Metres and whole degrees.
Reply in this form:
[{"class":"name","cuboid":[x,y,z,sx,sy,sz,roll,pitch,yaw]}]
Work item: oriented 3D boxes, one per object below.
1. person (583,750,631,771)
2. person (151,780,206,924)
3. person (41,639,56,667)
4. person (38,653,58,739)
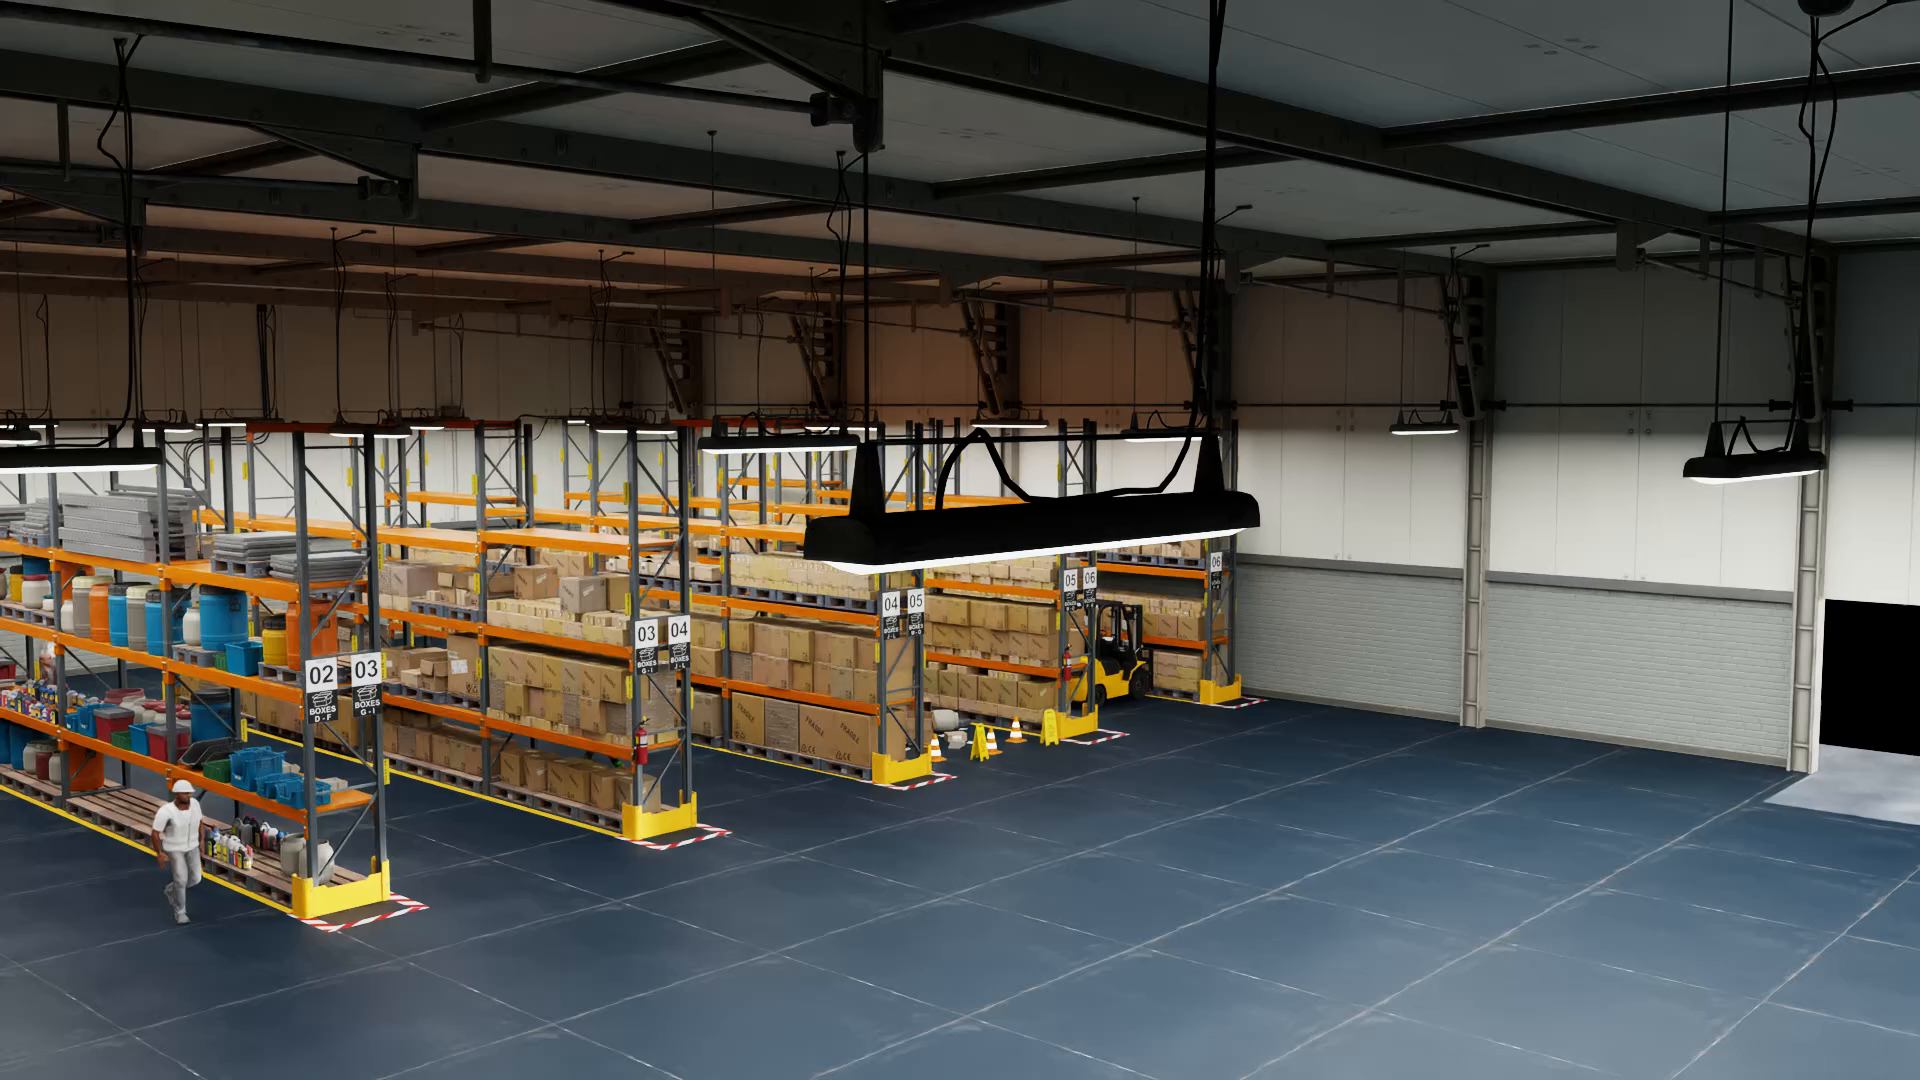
[{"class":"person","cuboid":[-6.073,3.106,28.609,1.126,1.718,0.575,2,5,19]},{"class":"person","cuboid":[-9.636,3.795,20.462,0.656,1.744,0.659,3,5,30]},{"class":"person","cuboid":[-19.647,2.514,35.849,0.752,1.755,0.549,-1,5,-10]},{"class":"person","cuboid":[-16.832,2.940,30.693,1.114,1.709,0.674,2,5,27]}]
